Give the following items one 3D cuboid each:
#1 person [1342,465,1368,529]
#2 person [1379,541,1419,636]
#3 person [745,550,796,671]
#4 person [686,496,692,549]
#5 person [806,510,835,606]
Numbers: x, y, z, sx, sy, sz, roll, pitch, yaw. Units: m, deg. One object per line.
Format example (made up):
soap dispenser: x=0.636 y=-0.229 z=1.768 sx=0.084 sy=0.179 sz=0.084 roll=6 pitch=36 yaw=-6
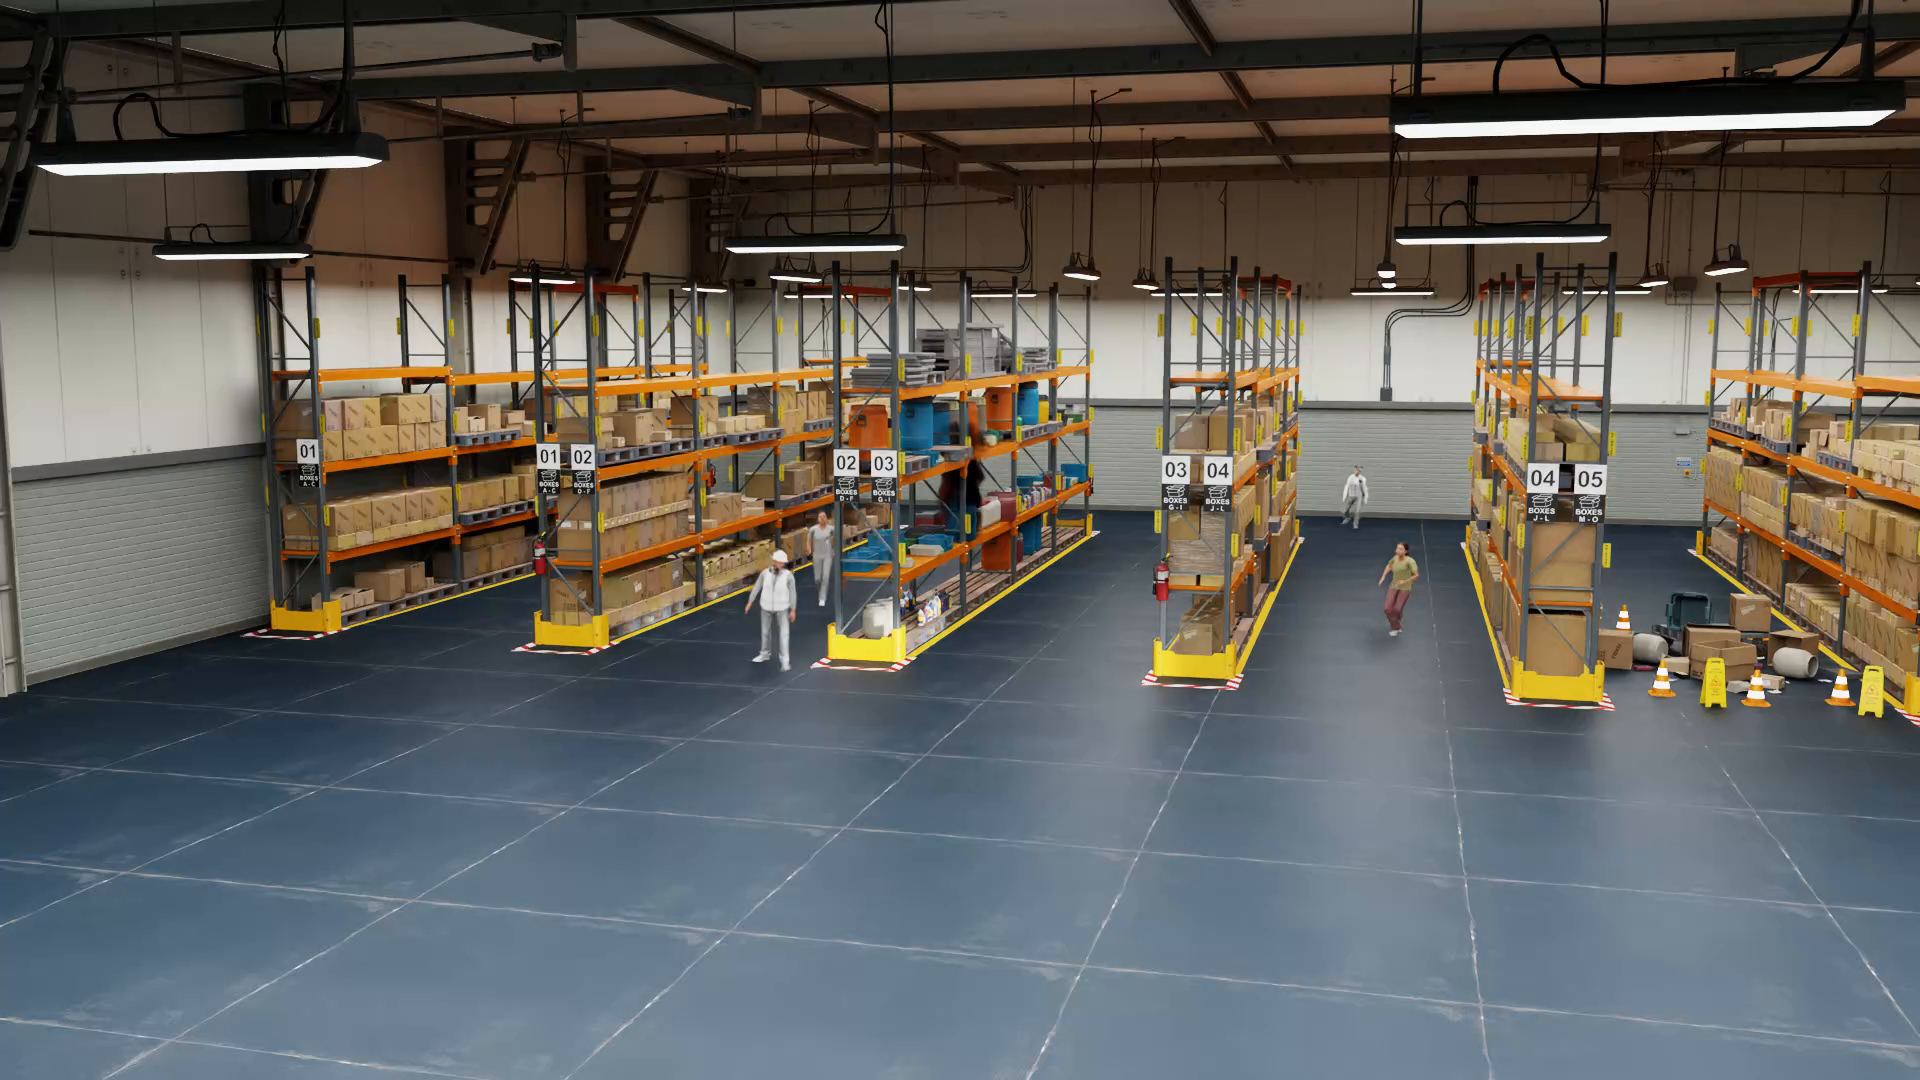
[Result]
person: x=9.923 y=-1.096 z=41.760 sx=0.712 sy=1.610 sz=0.643 roll=3 pitch=8 yaw=25
person: x=7.221 y=0.793 z=27.265 sx=0.669 sy=1.582 sz=0.541 roll=5 pitch=9 yaw=35
person: x=-2.804 y=1.015 z=24.644 sx=0.758 sy=1.755 sz=0.770 roll=0 pitch=7 yaw=1
person: x=-6.374 y=-0.466 z=37.790 sx=0.616 sy=1.380 sz=0.951 roll=-1 pitch=7 yaw=-5
person: x=-2.351 y=0.296 z=28.525 sx=0.575 sy=1.632 sz=0.558 roll=0 pitch=7 yaw=0
